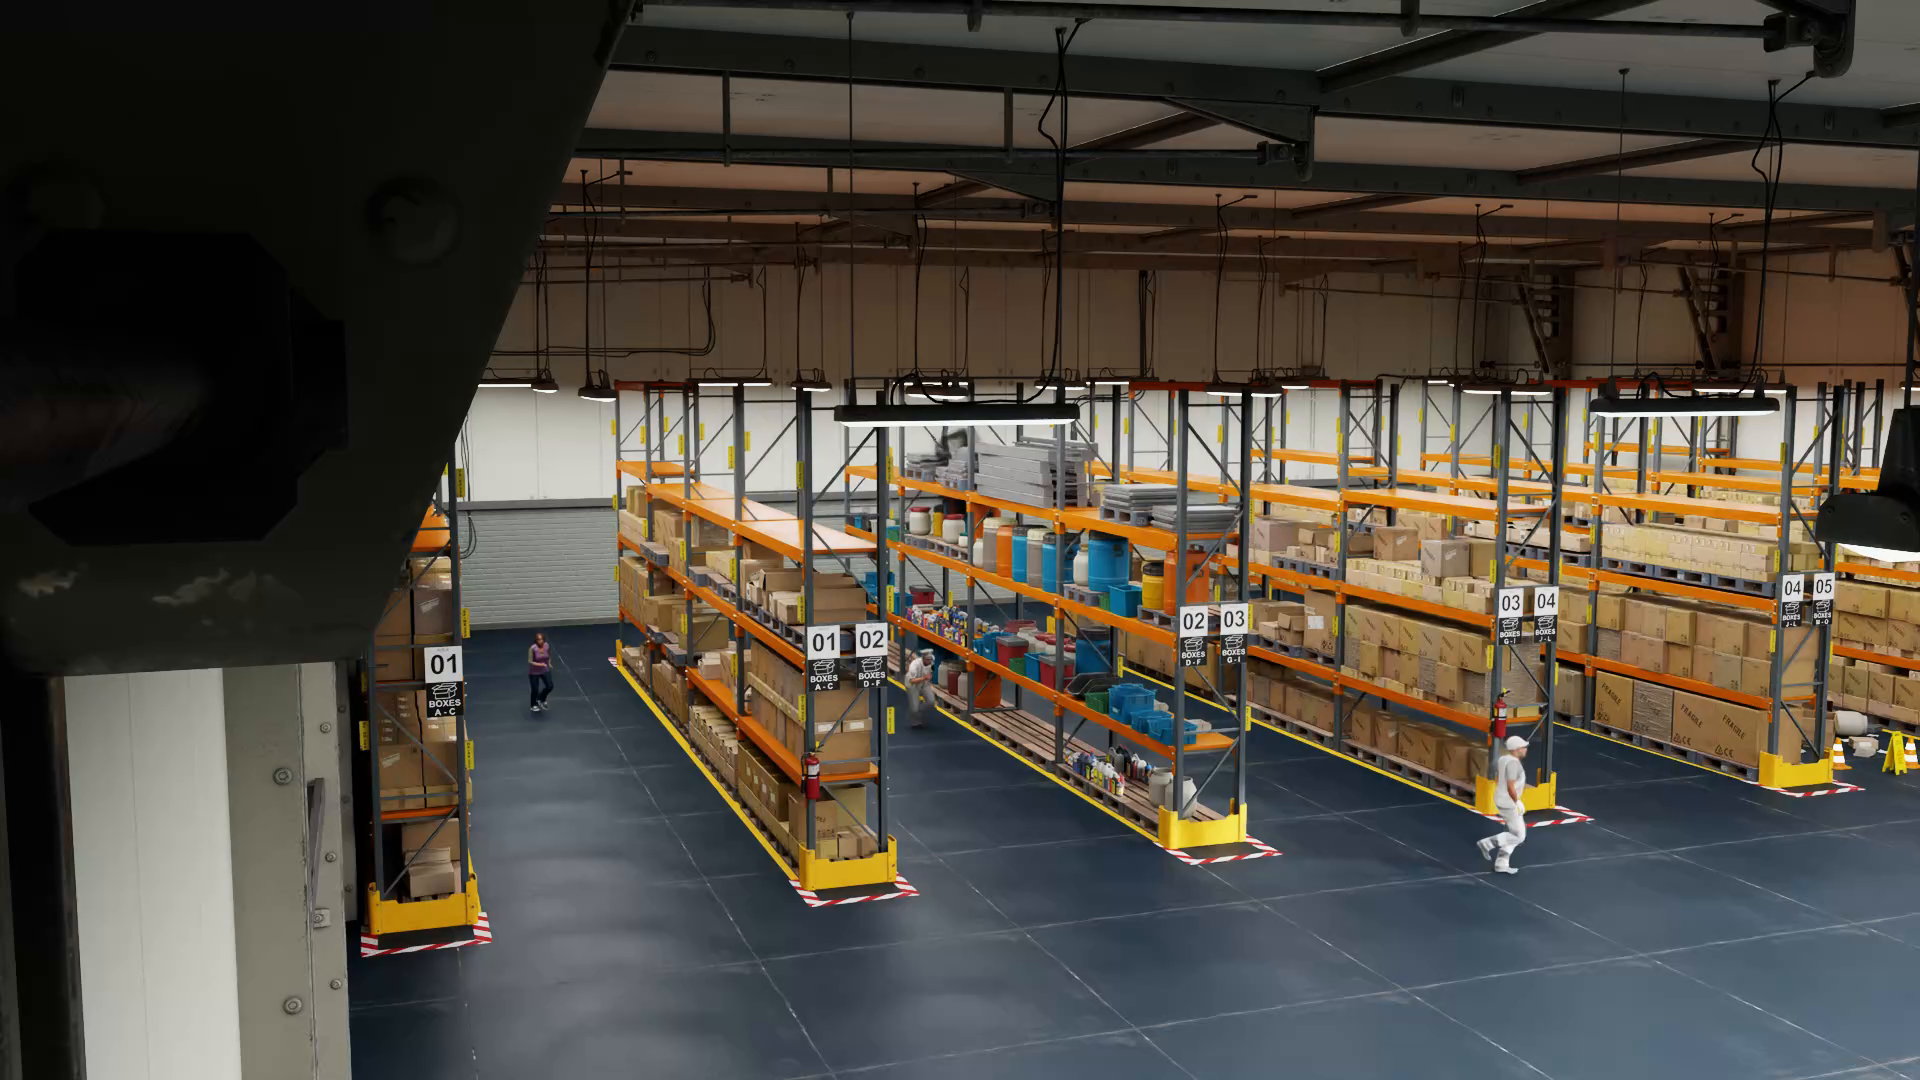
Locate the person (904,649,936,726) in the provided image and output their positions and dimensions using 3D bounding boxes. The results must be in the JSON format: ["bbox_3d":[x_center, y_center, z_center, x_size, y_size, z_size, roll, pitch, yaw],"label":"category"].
[{"bbox_3d":[-0.682,2.560,28.812,0.658,1.467,1.026,-4,7,-33],"label":"person"}]

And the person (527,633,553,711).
[{"bbox_3d":[-7.601,2.399,30.121,0.542,1.494,0.824,-4,7,-35],"label":"person"}]

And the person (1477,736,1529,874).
[{"bbox_3d":[6.765,3.292,20.733,0.592,1.727,0.660,1,6,10],"label":"person"}]
